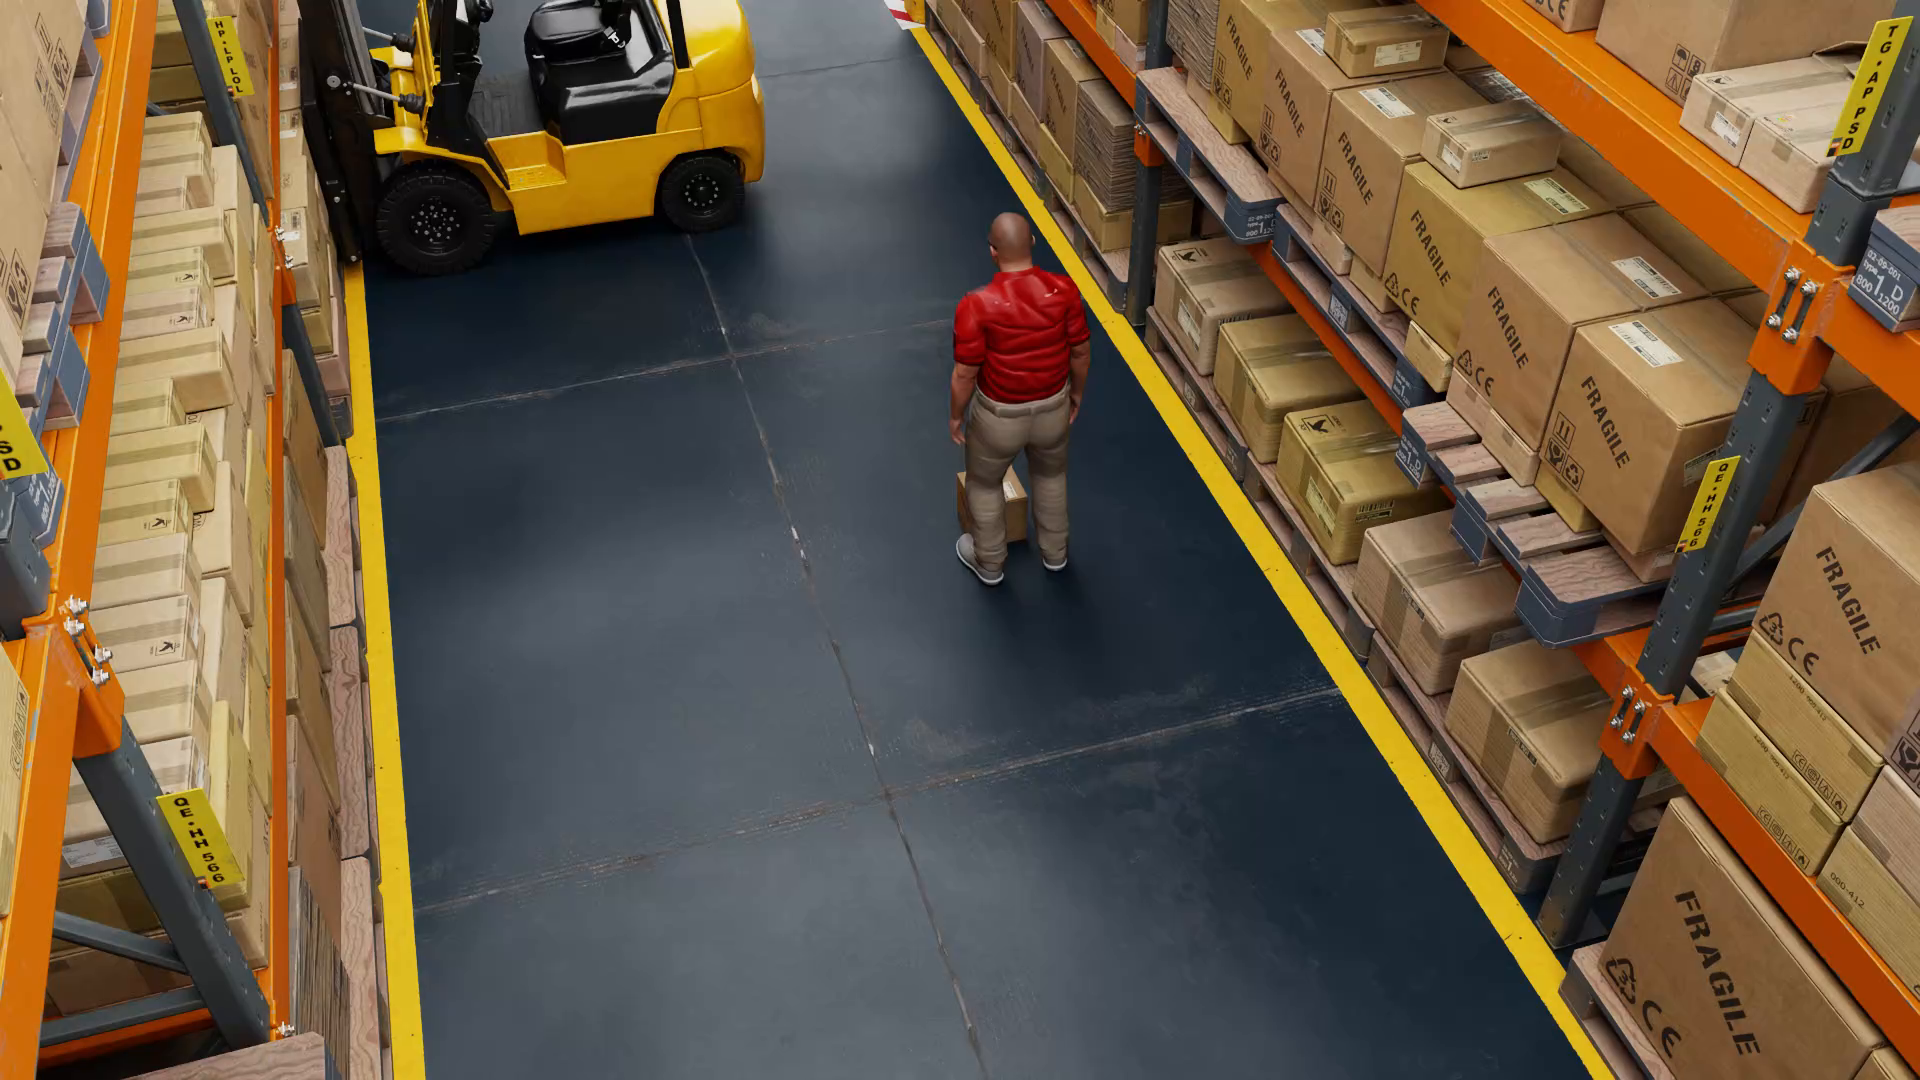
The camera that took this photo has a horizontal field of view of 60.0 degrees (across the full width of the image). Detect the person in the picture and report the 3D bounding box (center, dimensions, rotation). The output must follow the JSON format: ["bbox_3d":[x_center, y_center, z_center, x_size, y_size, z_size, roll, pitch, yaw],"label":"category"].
[{"bbox_3d":[0.231,-0.543,6.774,0.584,1.726,0.399,-12,43,-13],"label":"person"}]
